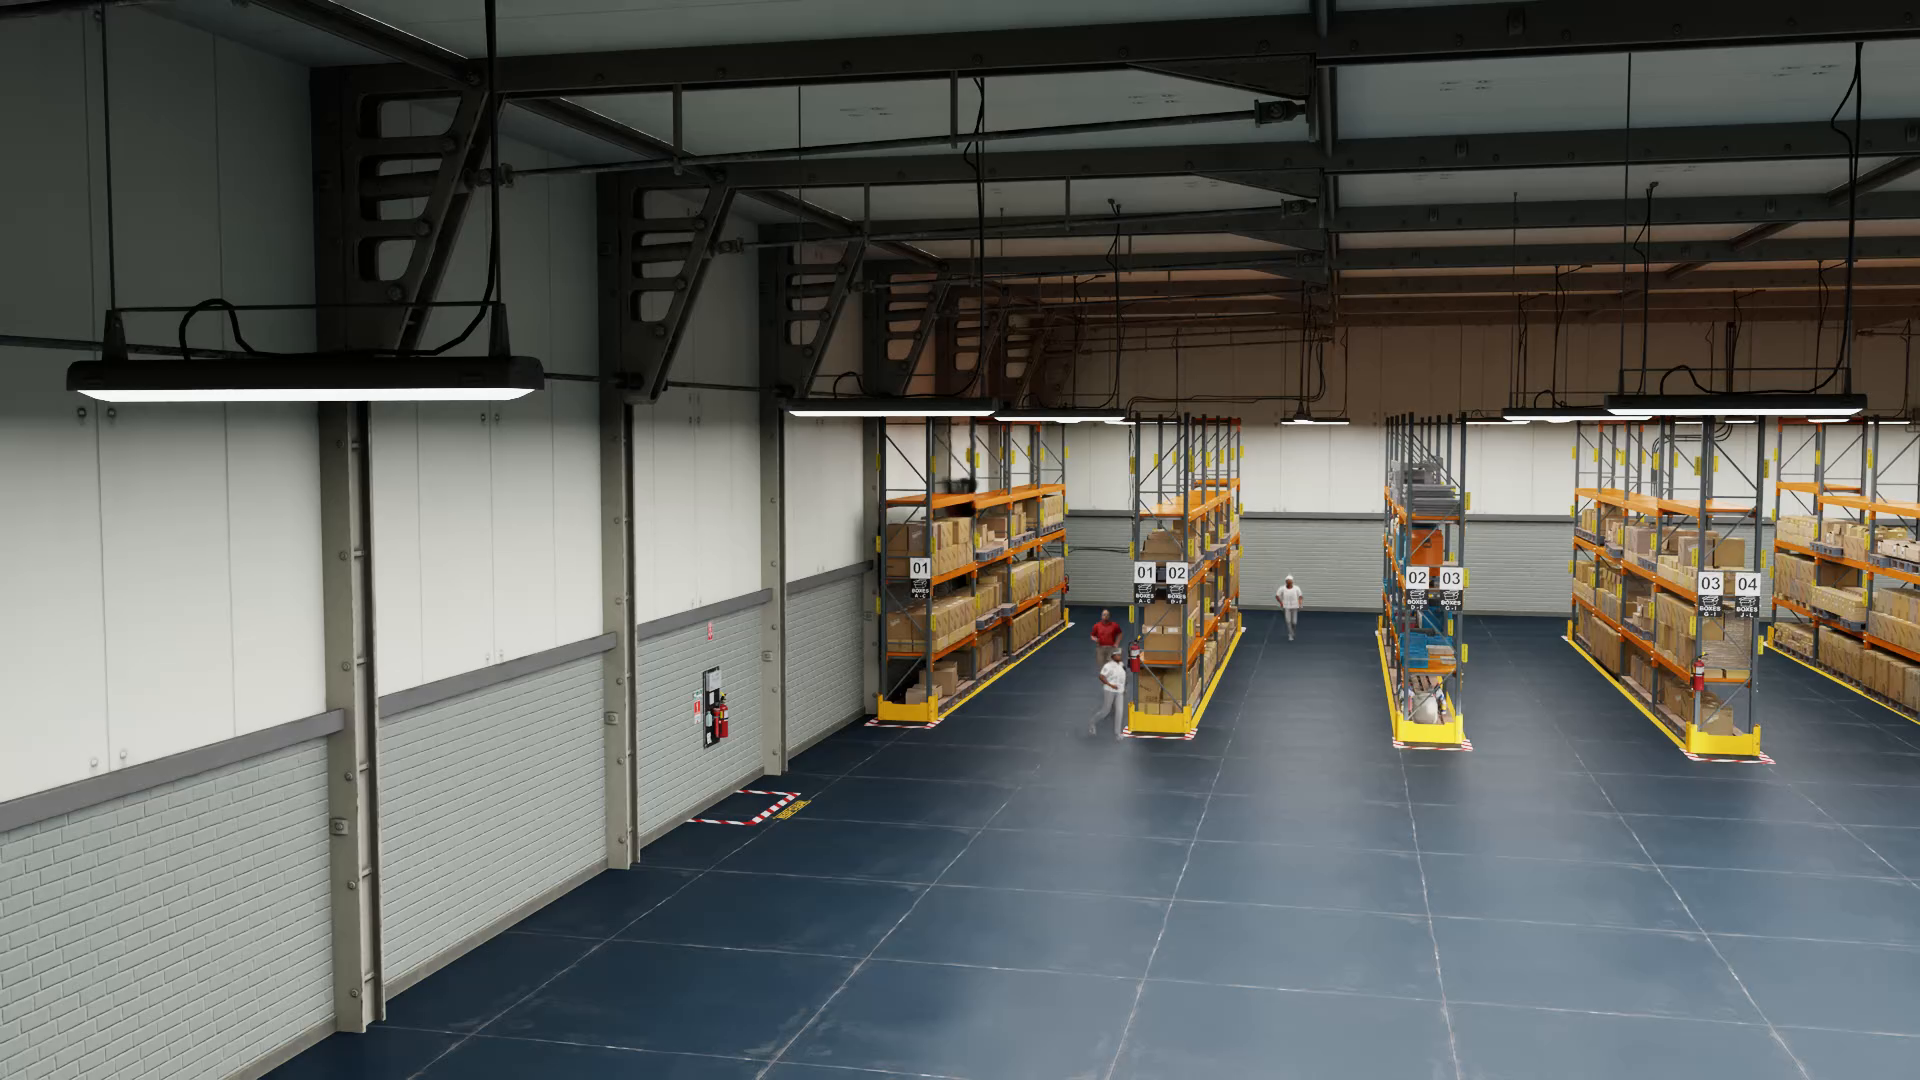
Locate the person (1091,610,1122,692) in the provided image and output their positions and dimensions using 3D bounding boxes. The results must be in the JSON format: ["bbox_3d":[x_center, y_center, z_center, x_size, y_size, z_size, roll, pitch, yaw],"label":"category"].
[{"bbox_3d":[2.994,2.324,33.988,0.648,1.772,0.613,0,4,5],"label":"person"}]

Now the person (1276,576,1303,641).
[{"bbox_3d":[8.870,1.823,44.780,0.716,1.746,0.790,0,4,3],"label":"person"}]

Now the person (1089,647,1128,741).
[{"bbox_3d":[2.855,2.805,30.632,0.655,1.660,0.906,-2,5,-32],"label":"person"}]
